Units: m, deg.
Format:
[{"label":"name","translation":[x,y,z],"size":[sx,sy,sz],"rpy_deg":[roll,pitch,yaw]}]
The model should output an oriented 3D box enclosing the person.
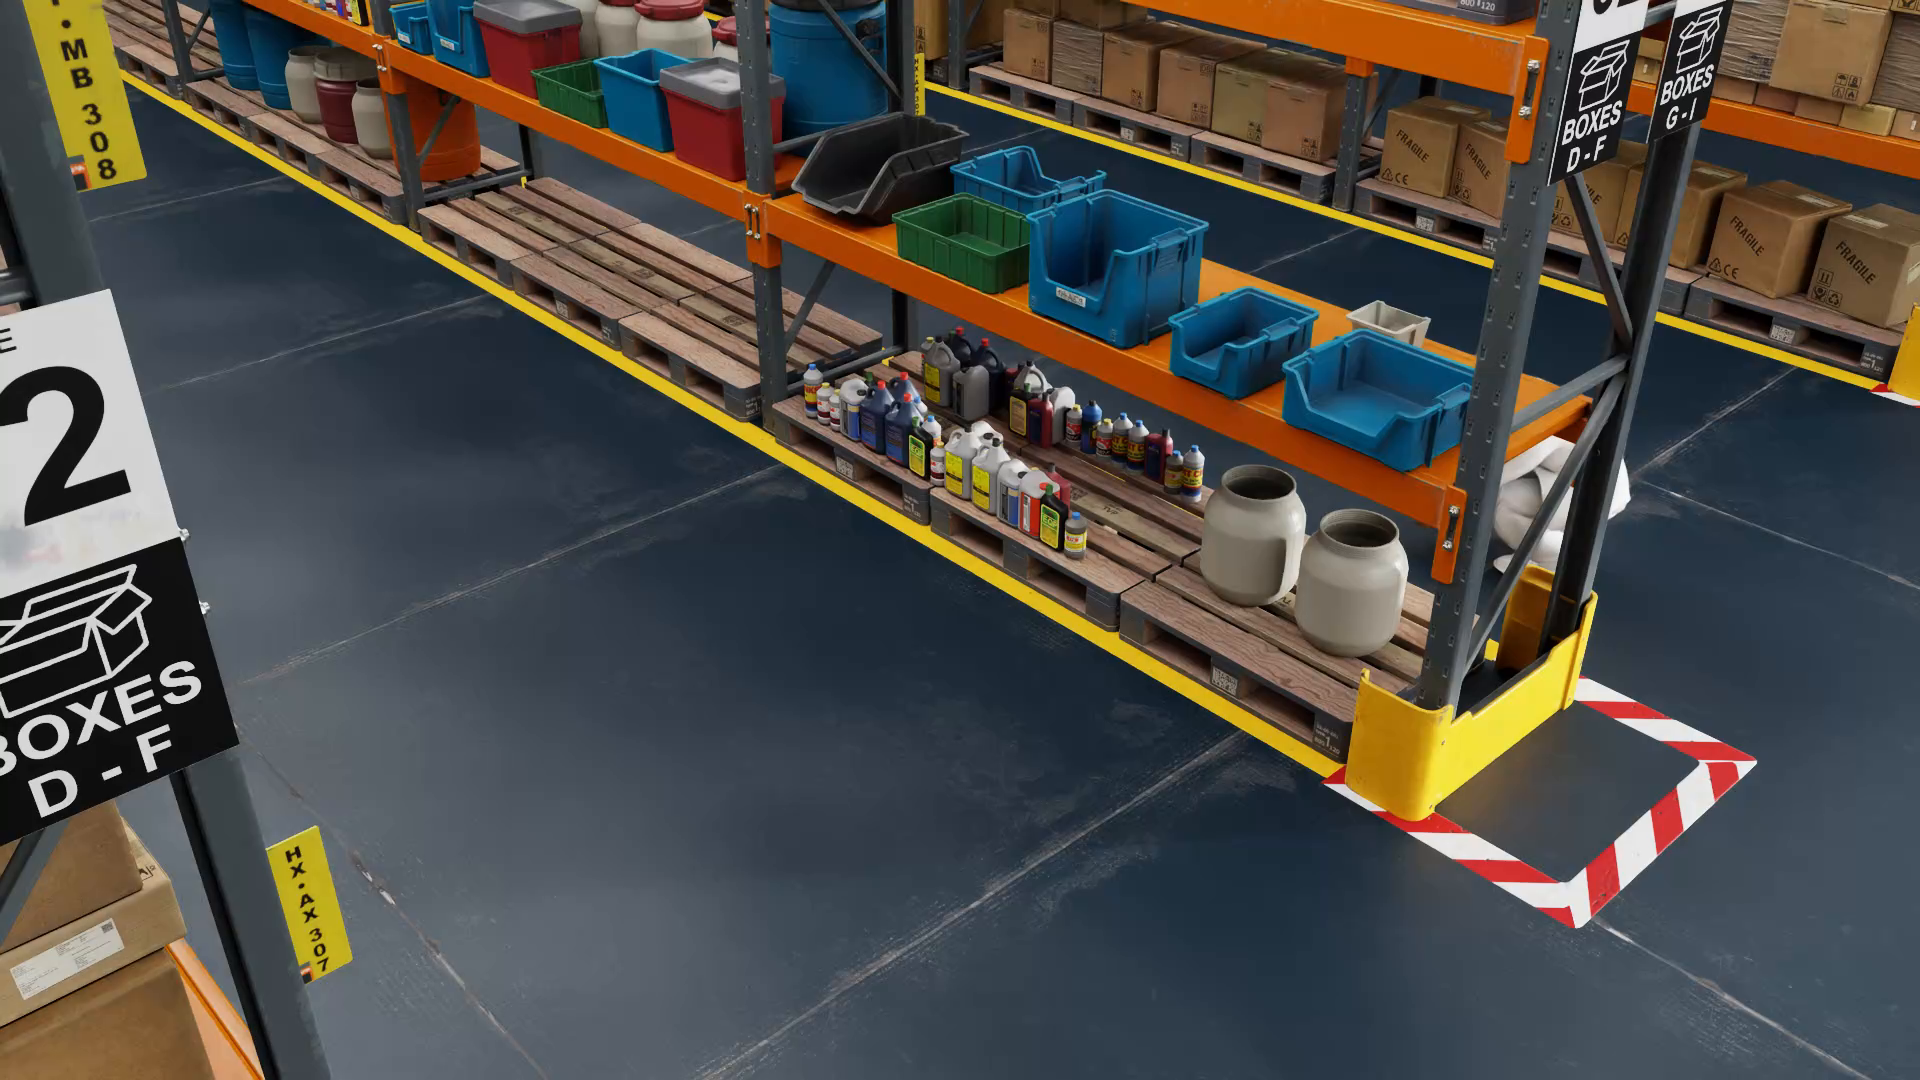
[{"label":"person","translation":[2.538,-0.329,7.478],"size":[0.930,0.965,0.592],"rpy_deg":[8,32,13]}]
